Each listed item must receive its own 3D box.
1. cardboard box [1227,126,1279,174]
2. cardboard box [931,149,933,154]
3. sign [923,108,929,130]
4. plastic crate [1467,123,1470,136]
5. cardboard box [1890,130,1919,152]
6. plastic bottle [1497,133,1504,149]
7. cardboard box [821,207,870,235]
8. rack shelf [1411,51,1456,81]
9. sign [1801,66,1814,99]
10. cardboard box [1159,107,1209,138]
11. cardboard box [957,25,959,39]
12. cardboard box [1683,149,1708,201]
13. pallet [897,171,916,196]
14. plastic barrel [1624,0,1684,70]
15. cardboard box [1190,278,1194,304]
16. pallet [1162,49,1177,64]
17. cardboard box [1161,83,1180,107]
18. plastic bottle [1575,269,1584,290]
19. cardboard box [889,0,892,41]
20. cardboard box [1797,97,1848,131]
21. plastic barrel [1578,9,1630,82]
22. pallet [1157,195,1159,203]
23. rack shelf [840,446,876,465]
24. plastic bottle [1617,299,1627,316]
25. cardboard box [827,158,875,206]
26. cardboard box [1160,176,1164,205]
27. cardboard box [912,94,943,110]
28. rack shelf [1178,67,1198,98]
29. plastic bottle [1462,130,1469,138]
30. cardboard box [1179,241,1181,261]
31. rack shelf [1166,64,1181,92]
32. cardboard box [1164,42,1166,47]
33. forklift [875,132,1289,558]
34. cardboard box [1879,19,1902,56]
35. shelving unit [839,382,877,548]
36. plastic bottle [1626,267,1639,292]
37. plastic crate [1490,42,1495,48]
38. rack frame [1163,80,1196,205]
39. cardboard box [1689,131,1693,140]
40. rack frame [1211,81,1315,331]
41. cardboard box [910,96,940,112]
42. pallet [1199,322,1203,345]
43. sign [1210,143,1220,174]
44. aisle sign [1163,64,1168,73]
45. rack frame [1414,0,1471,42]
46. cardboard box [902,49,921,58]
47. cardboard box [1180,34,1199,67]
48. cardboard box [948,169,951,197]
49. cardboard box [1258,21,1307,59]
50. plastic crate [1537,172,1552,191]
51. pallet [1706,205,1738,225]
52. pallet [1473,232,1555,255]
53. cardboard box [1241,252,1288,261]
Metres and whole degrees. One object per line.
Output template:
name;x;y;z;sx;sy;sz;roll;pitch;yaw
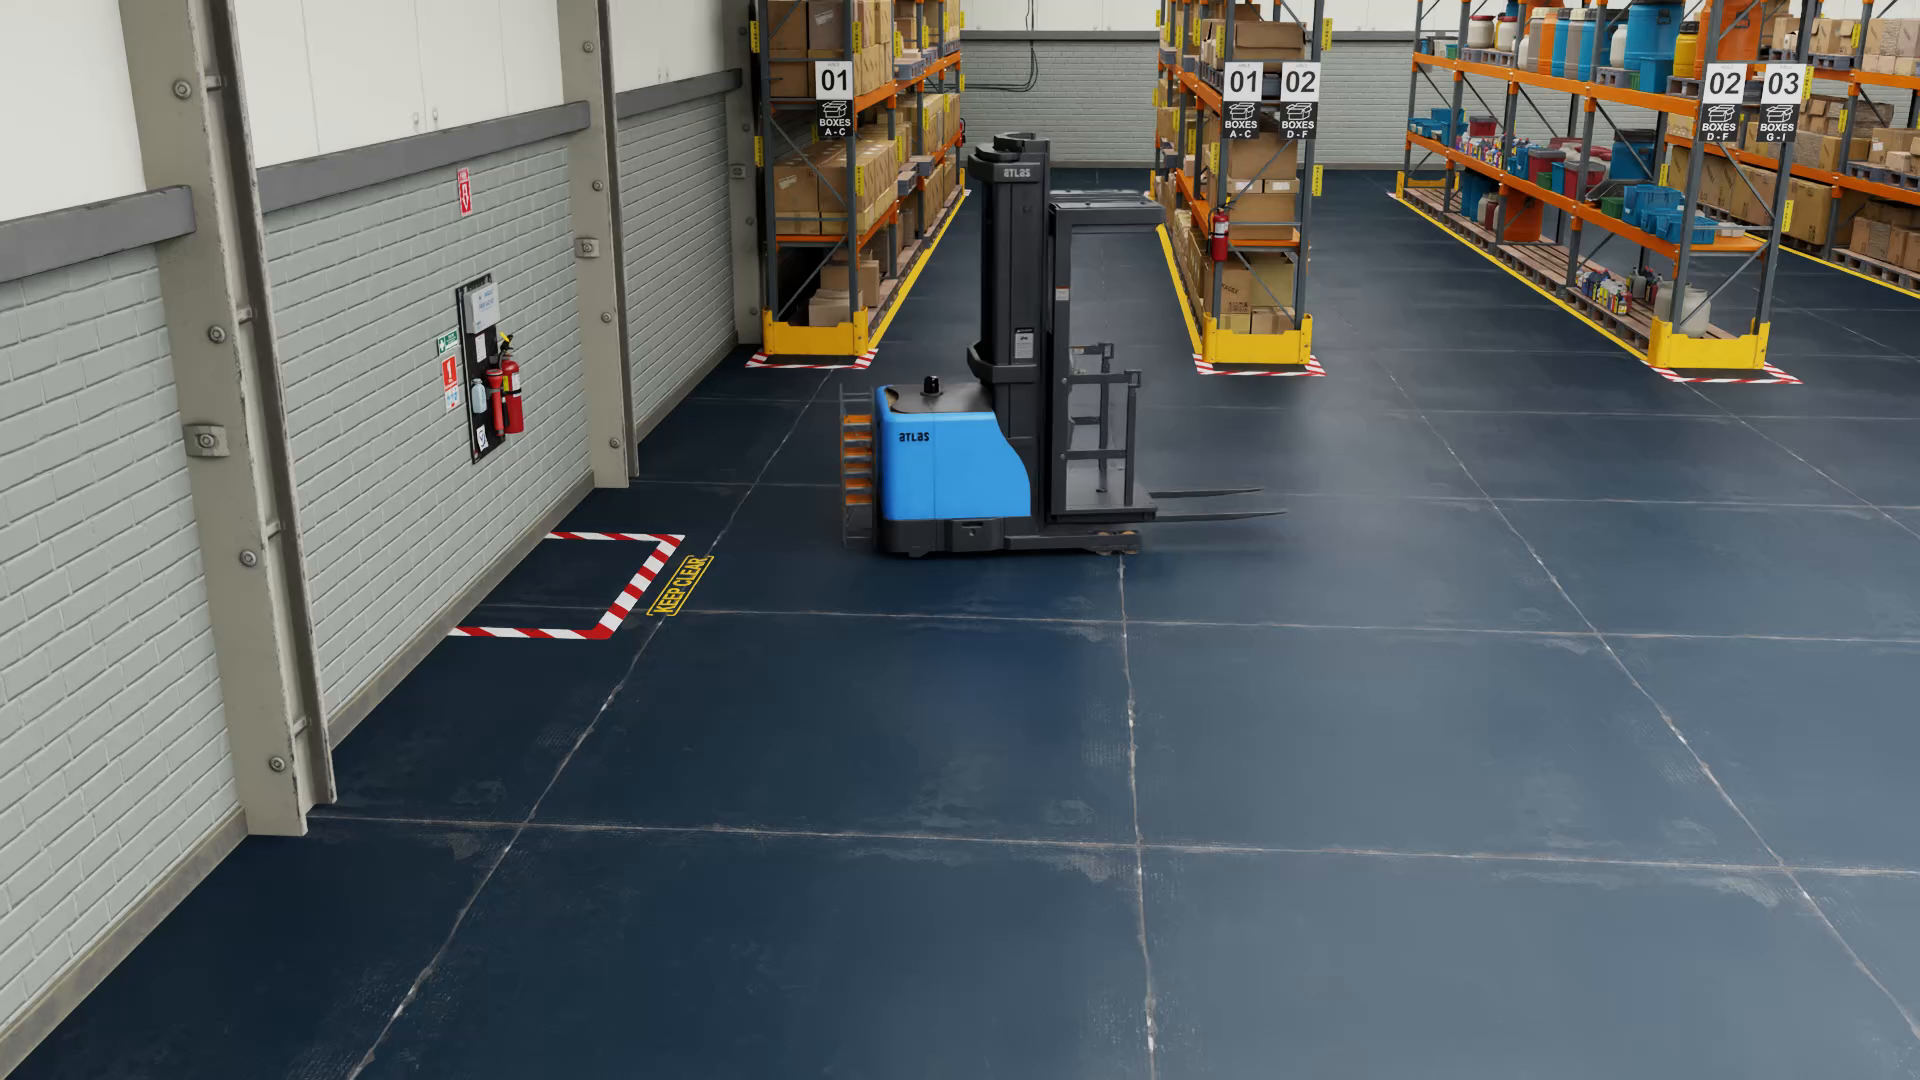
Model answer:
cardboard box;3.376;-4.427;18.871;0.700;0.500;0.500;1;18;2
cardboard box;-0.664;-6.660;28.301;0.380;0.149;0.250;1;18;2
sign;-0.532;-6.536;25.819;0.100;0.325;0.005;1;18;4
plastic crate;9.388;-7.496;30.575;0.437;0.282;0.530;1;18;4
cardboard box;13.809;-5.603;23.871;0.700;0.500;0.500;4;19;12
plastic bottle;9.211;-6.740;28.255;0.144;0.351;0.185;1;18;4
cardboard box;-1.296;-3.630;18.893;0.500;0.250;0.500;1;18;2
rack shelf;9.238;-8.758;30.672;1.077;0.370;4.000;1;18;4
sign;8.783;-4.742;17.247;0.100;0.325;0.005;1;18;4
cardboard box;3.897;-7.270;28.958;0.700;0.500;0.500;-5;19;-15
cardboard box;-0.288;-9.885;32.361;0.500;0.250;0.500;2;18;6
cardboard box;14.290;-6.892;31.376;0.875;0.875;0.875;1;18;4
pallet;-1.161;-4.933;22.968;1.003;0.211;1.213;1;18;4
plastic barrel;8.343;-6.125;20.002;0.600;0.901;0.708;1;18;4
cardboard box;3.163;-3.126;20.886;0.500;0.250;0.500;1;18;4
pallet;3.966;-7.978;27.438;1.213;0.211;1.003;1;18;4
cardboard box;4.040;-8.322;31.238;0.500;0.500;0.500;1;18;3
plastic bottle;8.061;-3.392;21.633;0.097;0.271;0.097;0;18;0
cardboard box;-1.126;-6.586;21.089;0.500;0.500;0.500;0;18;-1
cardboard box;13.907;-6.862;26.776;0.797;0.503;0.637;2;18;6
plastic barrel;8.341;-6.395;21.500;0.600;0.901;0.708;1;18;4
pallet;4.289;-6.433;31.717;1.003;0.211;1.213;1;18;4
rack shelf;-0.745;-0.613;12.123;0.258;0.103;0.180;-2;18;-6
plastic bottle;7.929;-2.786;19.895;0.097;0.201;0.097;0;18;0
cardboard box;-1.268;-4.137;19.236;0.500;0.500;0.500;1;18;4
cardboard box;3.912;-6.370;30.352;0.500;0.500;0.500;1;18;4
cardboard box;-0.565;-7.678;29.164;0.500;0.250;0.500;2;18;5
rack shelf;3.724;-6.385;23.430;1.077;0.370;4.000;1;18;4
plastic bottle;8.743;-6.915;28.789;0.144;0.351;0.185;1;18;4
cardboard box;3.433;-4.183;24.112;0.500;0.250;0.500;2;18;5
rack shelf;4.011;-7.627;27.222;1.077;0.370;4.000;1;18;4
cardboard box;3.997;-8.987;30.455;0.500;0.250;0.500;1;18;4
forklift;0.901;-1.443;12.121;3.031;2.935;1.130;-2;18;-6
cardboard box;13.418;-7.113;23.534;0.500;0.500;0.500;1;18;4
shelving unit;-0.744;-0.541;12.147;0.258;1.200;0.189;-2;18;-6
plastic bottle;8.618;-3.316;21.272;0.144;0.351;0.185;1;18;4
plastic crate;9.457;-8.796;29.843;0.497;0.269;0.590;1;18;4
rack frame;4.154;-7.165;29.472;1.000;3.000;0.127;1;18;4
cardboard box;13.877;-7.563;31.092;0.380;0.149;0.250;1;18;3
rack frame;3.294;-3.438;18.098;1.000;3.000;0.127;1;18;4
cardboard box;-0.612;-7.520;28.680;0.500;0.250;0.500;2;18;5
pallet;3.307;-2.351;19.260;1.003;0.211;1.213;1;18;4
sign;2.754;-4.117;17.931;0.100;0.325;0.005;1;18;4
aisle sign;4.153;-9.670;32.944;0.394;0.787;0.004;1;18;4
rack frame;9.381;-11.146;31.989;1.000;3.000;0.127;1;18;4
cardboard box;-0.856;-7.195;24.858;0.500;0.311;0.500;1;18;4
cardboard box;3.865;-7.532;25.614;0.910;0.500;0.500;1;18;4
cardboard box;-0.553;-6.831;31.794;0.700;0.500;0.500;2;18;5
cardboard box;3.686;-5.687;19.084;0.500;0.500;0.500;1;18;4
plastic crate;8.364;-5.015;23.252;0.450;0.188;0.662;1;18;4
pallet;14.167;-5.852;29.944;1.003;0.211;1.213;1;18;4
pallet;8.823;-4.732;26.524;1.003;0.211;1.213;1;18;4
cardboard box;3.611;-3.160;19.786;0.500;0.500;0.500;1;18;4
